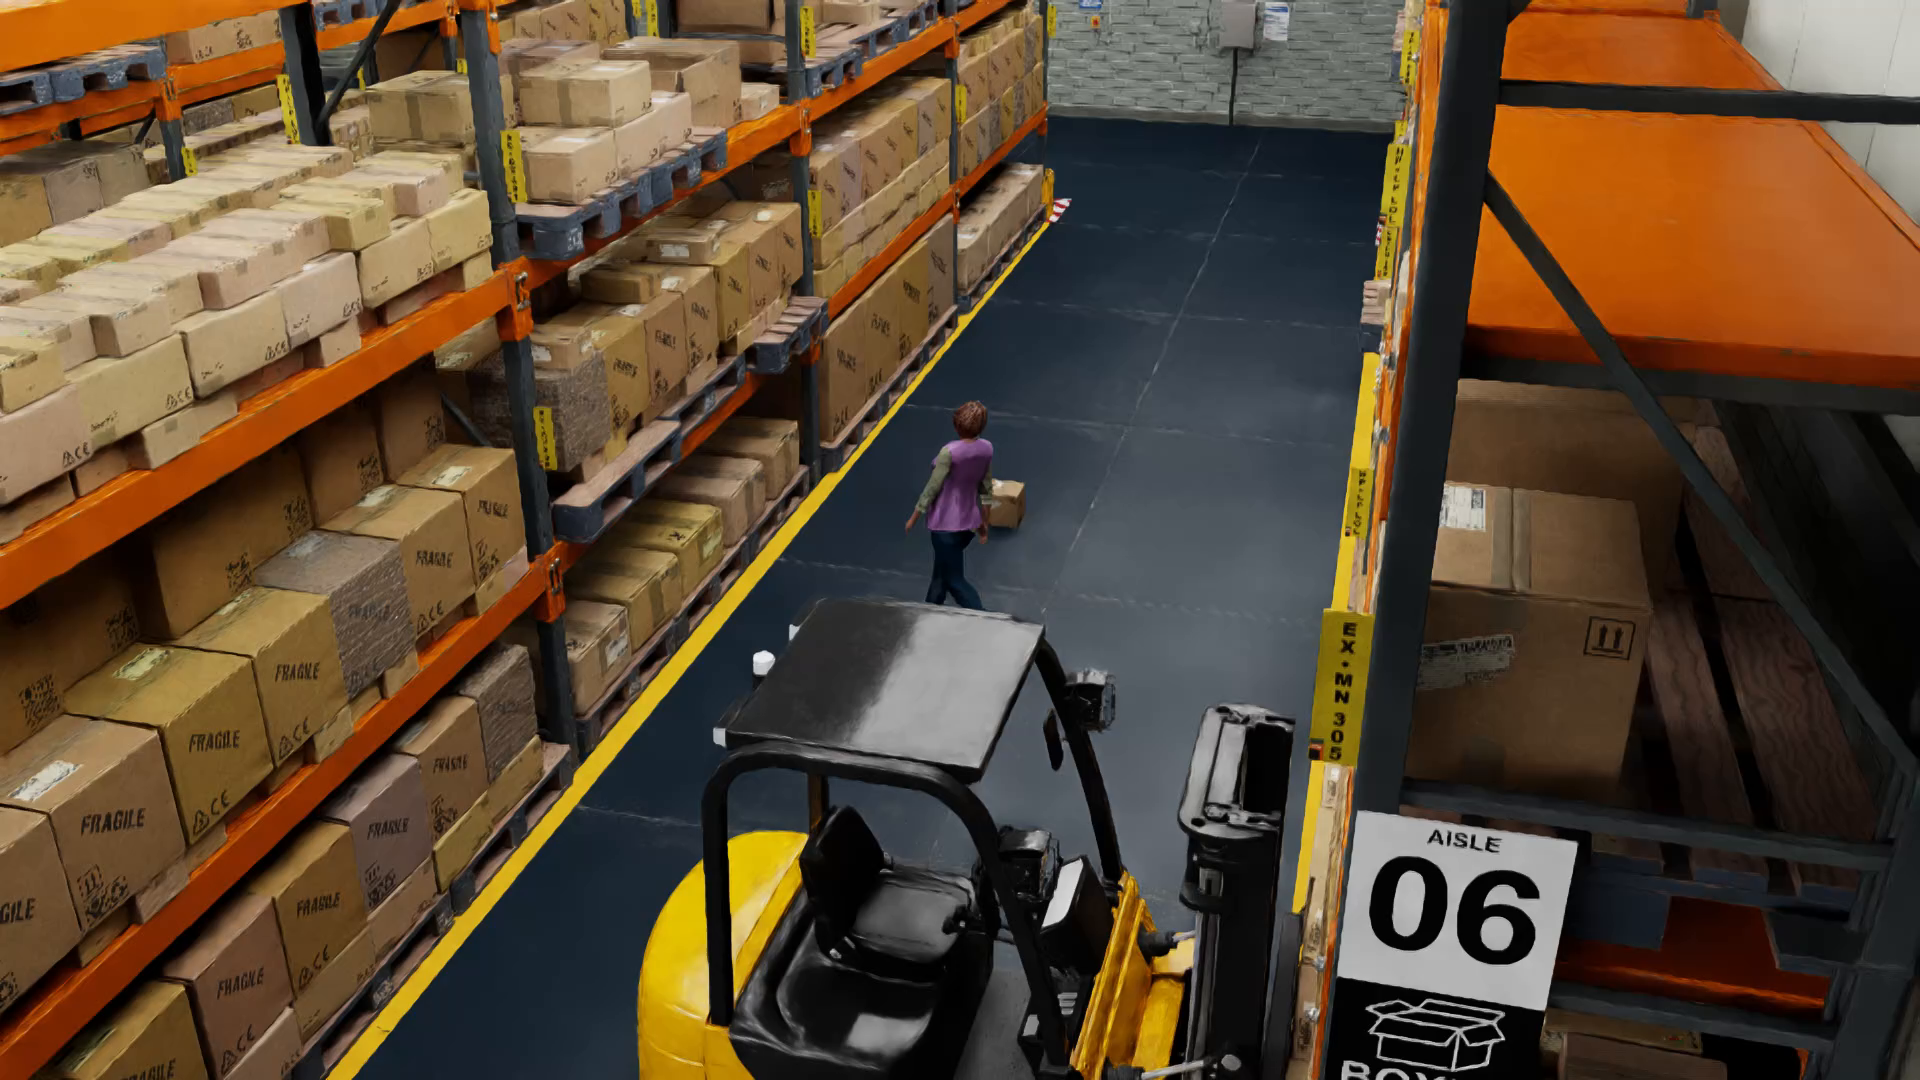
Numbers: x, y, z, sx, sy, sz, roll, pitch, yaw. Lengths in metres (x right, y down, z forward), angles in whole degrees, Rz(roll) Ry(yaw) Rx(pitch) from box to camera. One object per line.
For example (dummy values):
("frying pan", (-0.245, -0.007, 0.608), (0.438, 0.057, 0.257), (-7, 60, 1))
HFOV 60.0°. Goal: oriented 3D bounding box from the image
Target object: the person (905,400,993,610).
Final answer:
("person", (-0.024, -0.073, 9.886), (0.613, 1.559, 0.467), (19, 32, 34))
